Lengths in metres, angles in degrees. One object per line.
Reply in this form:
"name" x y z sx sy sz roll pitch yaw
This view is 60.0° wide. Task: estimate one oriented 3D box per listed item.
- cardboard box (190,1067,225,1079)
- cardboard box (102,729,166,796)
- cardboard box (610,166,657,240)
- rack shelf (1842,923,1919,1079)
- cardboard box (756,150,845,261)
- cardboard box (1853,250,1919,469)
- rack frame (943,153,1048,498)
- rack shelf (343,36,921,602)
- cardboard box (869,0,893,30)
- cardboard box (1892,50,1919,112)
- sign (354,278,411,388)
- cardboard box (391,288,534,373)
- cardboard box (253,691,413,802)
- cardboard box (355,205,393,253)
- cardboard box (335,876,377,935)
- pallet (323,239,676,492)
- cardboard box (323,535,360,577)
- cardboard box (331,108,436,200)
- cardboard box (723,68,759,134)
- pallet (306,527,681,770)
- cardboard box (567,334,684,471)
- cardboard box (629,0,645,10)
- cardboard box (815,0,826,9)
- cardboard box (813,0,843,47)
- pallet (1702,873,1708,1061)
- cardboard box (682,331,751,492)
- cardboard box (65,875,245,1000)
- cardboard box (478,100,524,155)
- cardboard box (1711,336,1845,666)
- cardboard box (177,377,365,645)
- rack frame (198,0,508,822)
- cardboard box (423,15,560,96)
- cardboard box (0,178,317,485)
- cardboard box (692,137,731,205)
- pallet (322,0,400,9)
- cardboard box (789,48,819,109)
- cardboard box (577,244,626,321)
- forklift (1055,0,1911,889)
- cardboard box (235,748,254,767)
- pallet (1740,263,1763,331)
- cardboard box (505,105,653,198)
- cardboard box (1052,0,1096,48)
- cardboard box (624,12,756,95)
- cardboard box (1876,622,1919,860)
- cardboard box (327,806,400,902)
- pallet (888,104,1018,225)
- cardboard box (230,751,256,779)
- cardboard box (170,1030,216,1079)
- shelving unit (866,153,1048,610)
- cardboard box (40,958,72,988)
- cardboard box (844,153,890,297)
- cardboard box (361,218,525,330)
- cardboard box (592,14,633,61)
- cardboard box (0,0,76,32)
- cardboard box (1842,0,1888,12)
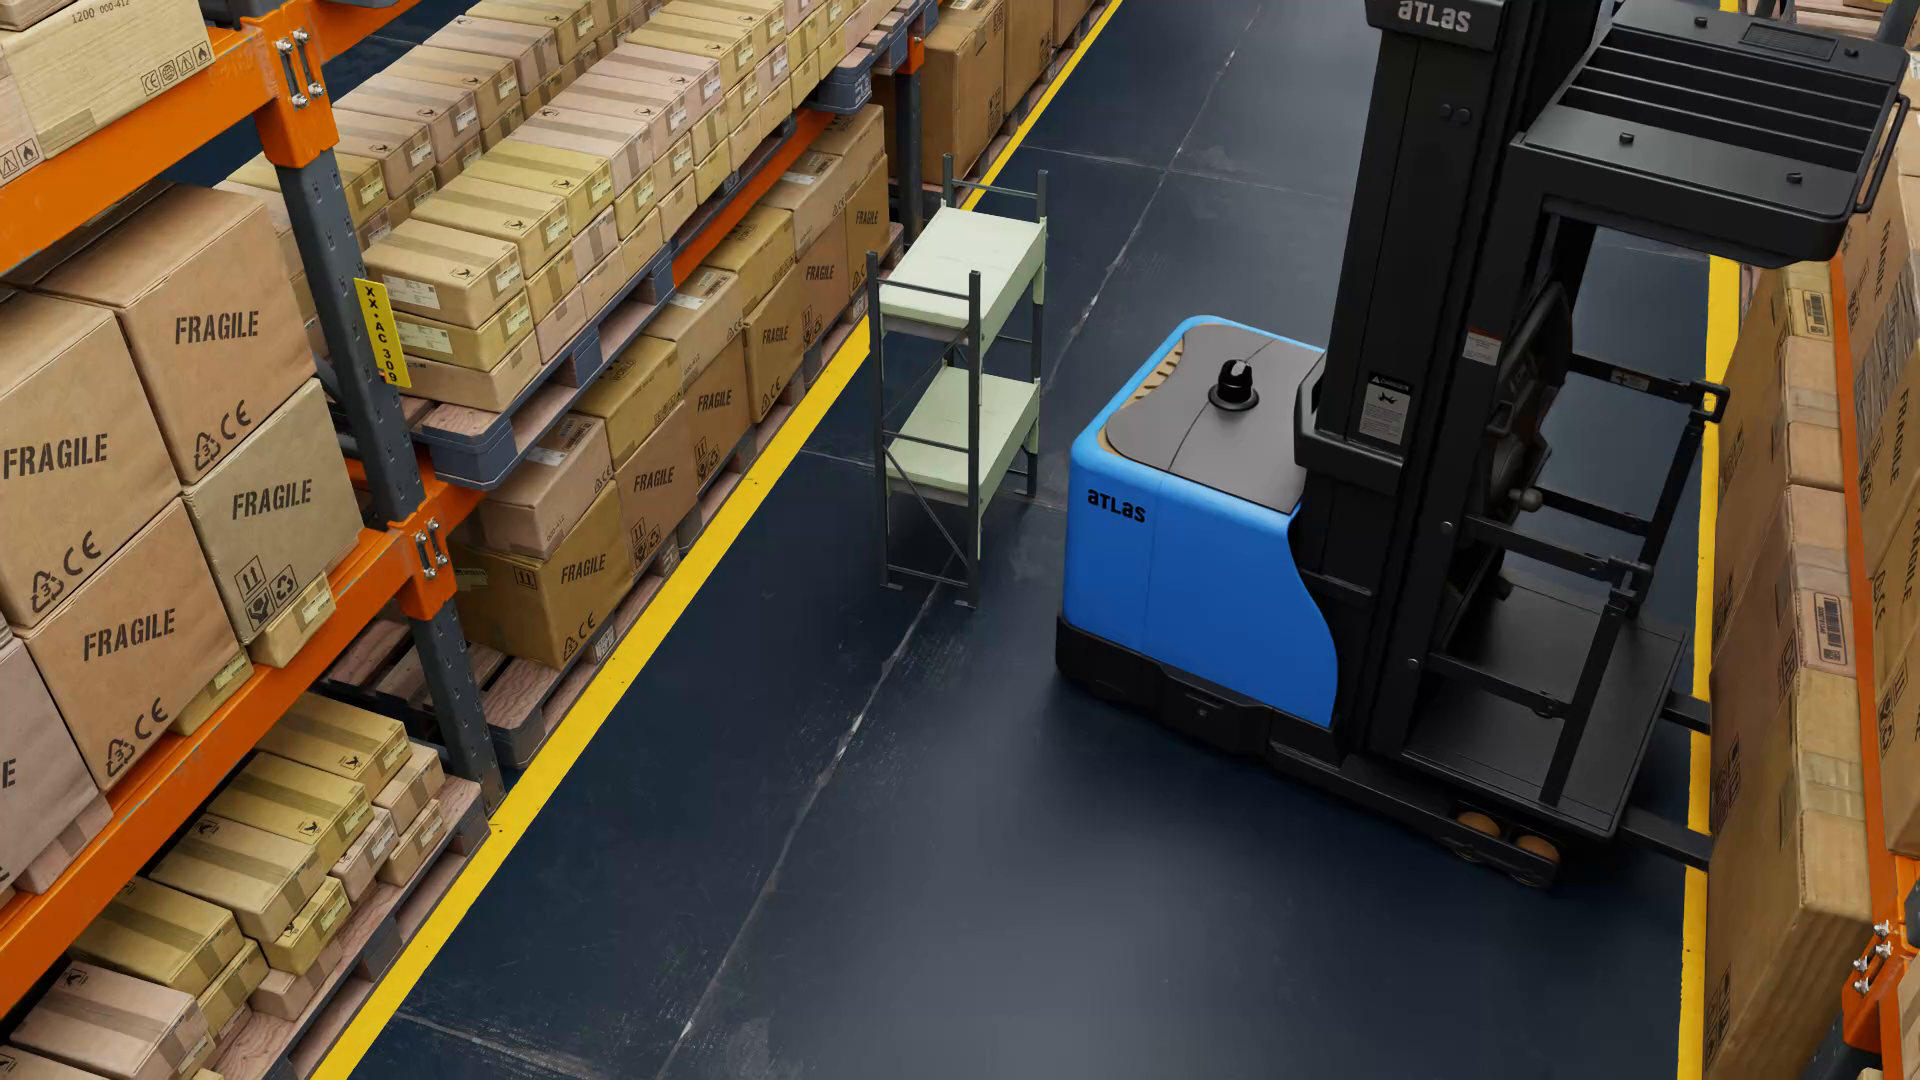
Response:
"cardboard box" -2.214 1.538 4.509 0.380 0.149 0.250 13 42 15
"cardboard box" -2.210 0.462 4.091 0.380 0.149 0.250 12 42 14
"cardboard box" -1.216 -1.123 5.396 0.380 0.149 0.250 12 42 13
"rack shelf" 1.896 2.323 2.270 1.077 0.370 4.000 13 42 15
"cardboard box" -0.828 -1.481 7.199 0.500 0.250 0.500 14 42 16
"cardboard box" 3.007 -0.479 4.924 0.500 0.500 0.500 13 42 15
"rack frame" 0.127 -0.798 6.530 0.400 1.500 0.023 13 42 15
"rack shelf" -1.362 -1.279 6.492 1.077 0.370 4.000 13 42 15
"cardboard box" -0.502 -2.283 6.985 0.380 0.149 0.250 13 42 15
"cardboard box" 3.526 -1.412 6.017 0.500 0.500 0.500 14 43 16
"sign" -1.534 -0.547 4.413 0.100 0.325 0.005 13 42 15
"cardboard box" -1.479 -0.649 4.840 0.380 0.149 0.250 14 42 16
"cardboard box" -1.923 0.640 5.103 0.380 0.149 0.250 14 43 16
"cardboard box" -2.007 -0.958 5.202 0.380 0.149 0.250 14 42 15
"cardboard box" -2.028 1.047 5.085 0.380 0.149 0.250 14 43 16
"pallet" -1.648 -0.694 5.400 1.003 0.211 1.213 13 42 15
"cardboard box" -1.924 -0.011 4.646 0.380 0.149 0.250 13 42 15
"cardboard box" -1.911 -1.233 5.296 0.380 0.149 0.250 12 42 14
"cardboard box" -0.946 -1.603 5.958 0.380 0.149 0.250 12 42 14
"pallet" -1.781 0.253 6.291 1.003 0.211 1.213 13 42 15
"cardboard box" -1.366 -0.544 6.102 0.500 0.250 0.500 14 43 16
"cardboard box" -1.378 -2.184 6.411 0.380 0.149 0.250 15 43 17
"cardboard box" -0.681 -2.186 6.413 0.380 0.149 0.250 15 43 16
"cardboard box" -0.683 -2.071 6.507 0.380 0.149 0.250 13 42 15
"pallet" 2.773 1.403 4.943 1.003 0.211 1.213 13 42 15
"cardboard box" -1.199 -0.579 6.720 0.500 0.500 0.500 14 42 16
"cardboard box" -2.214 1.099 4.565 0.380 0.149 0.250 15 43 16
"cardboard box" -1.740 -1.435 5.761 0.380 0.149 0.250 11 42 13
"cardboard box" 3.380 -0.003 5.756 1.225 0.875 0.875 13 42 15
"cardboard box" -1.946 -0.126 4.281 0.500 0.500 0.500 13 42 15
"rack frame" -2.046 -0.333 4.829 1.000 3.000 0.127 13 42 15
"cardboard box" -1.646 -1.706 5.851 0.380 0.149 0.250 11 42 13
"cardboard box" -1.953 -0.518 3.969 0.500 0.500 0.500 12 42 14
"cardboard box" -1.038 -1.333 5.871 0.380 0.149 0.250 13 42 14
"pallet" -1.735 -1.756 4.330 1.213 0.211 1.003 13 42 15
"cardboard box" -0.769 -1.810 6.431 0.380 0.149 0.250 12 42 13
"cardboard box" -1.301 -0.857 5.314 0.380 0.149 0.250 14 42 15
"forklift" 1.879 -0.383 4.941 3.031 2.935 1.130 21 45 23
"cardboard box" -2.359 0.530 5.233 0.380 0.149 0.250 15 43 17
"pallet" 4.217 -1.026 7.790 1.003 0.211 1.213 13 42 15
"cardboard box" -1.212 -1.241 5.305 0.380 0.149 0.250 13 42 15
"cardboard box" 0.228 -3.530 9.986 1.050 0.750 0.750 13 42 15
"cardboard box" -0.949 -1.716 5.862 0.380 0.149 0.250 15 43 16
"cardboard box" 2.483 0.446 3.840 0.500 0.500 0.500 13 42 15
"cardboard box" -1.936 0.909 5.017 0.380 0.149 0.250 11 42 13
"pallet" -0.338 -2.176 9.138 1.003 0.211 1.213 13 42 15
"cardboard box" -2.471 0.629 5.346 0.380 0.149 0.250 15 43 17
"cardboard box" -2.258 1.367 4.480 0.380 0.149 0.250 14 43 16
"shelving unit" 0.002 -0.575 6.268 0.431 1.500 0.755 13 42 15
"cardboard box" -2.618 1.124 4.766 0.380 0.149 0.250 11 42 13
"cardboard box" -0.658 -1.522 7.825 0.500 0.500 0.500 13 42 15
"cardboard box" -1.479 -0.762 4.743 0.380 0.149 0.250 15 43 17
"cardboard box" -1.471 -1.914 6.323 0.380 0.149 0.250 13 42 15
"cardboard box" -1.965 -1.269 3.346 0.500 0.250 0.500 11 42 13
"cardboard box" 4.192 -2.509 6.979 0.700 0.500 0.500 19 44 21
